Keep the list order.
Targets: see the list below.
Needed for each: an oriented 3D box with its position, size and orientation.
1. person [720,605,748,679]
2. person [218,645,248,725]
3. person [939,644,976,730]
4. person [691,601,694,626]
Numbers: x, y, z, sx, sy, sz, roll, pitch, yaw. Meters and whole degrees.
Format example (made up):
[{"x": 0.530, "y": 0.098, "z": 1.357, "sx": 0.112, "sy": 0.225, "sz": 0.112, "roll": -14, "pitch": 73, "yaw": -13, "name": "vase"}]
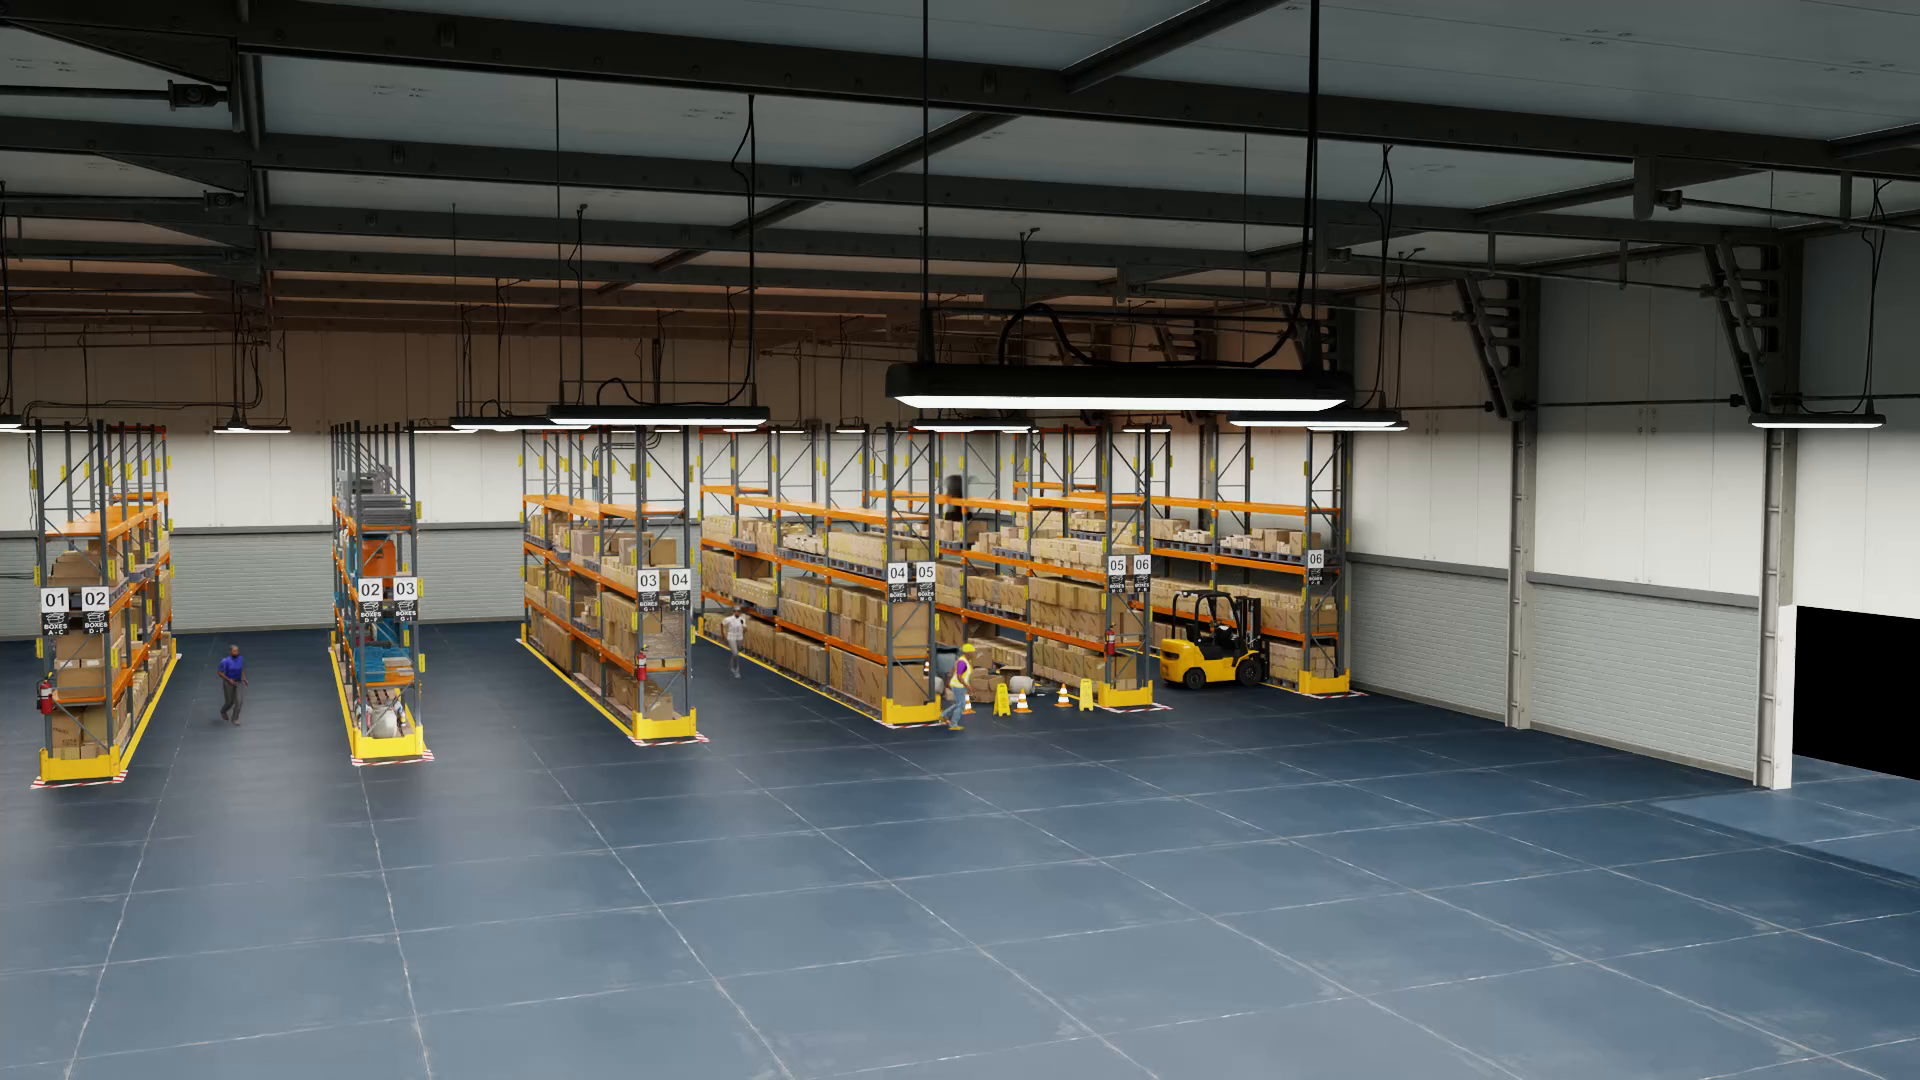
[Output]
[{"x": -5.389, "y": 2.408, "z": 39.616, "sx": 0.619, "sy": 1.744, "sz": 0.872, "roll": -2, "pitch": 4, "yaw": -31, "name": "person"}, {"x": -14.474, "y": 2.871, "z": 33.039, "sx": 0.723, "sy": 1.606, "sz": 0.570, "roll": 4, "pitch": 5, "yaw": 45, "name": "person"}, {"x": -0.045, "y": 2.857, "z": 32.369, "sx": 0.769, "sy": 1.695, "sz": 0.688, "roll": 1, "pitch": 4, "yaw": 9, "name": "person"}, {"x": -7.261, "y": 2.126, "z": 43.496, "sx": 0.656, "sy": 1.780, "sz": 0.849, "roll": -1, "pitch": 4, "yaw": -20, "name": "person"}]
